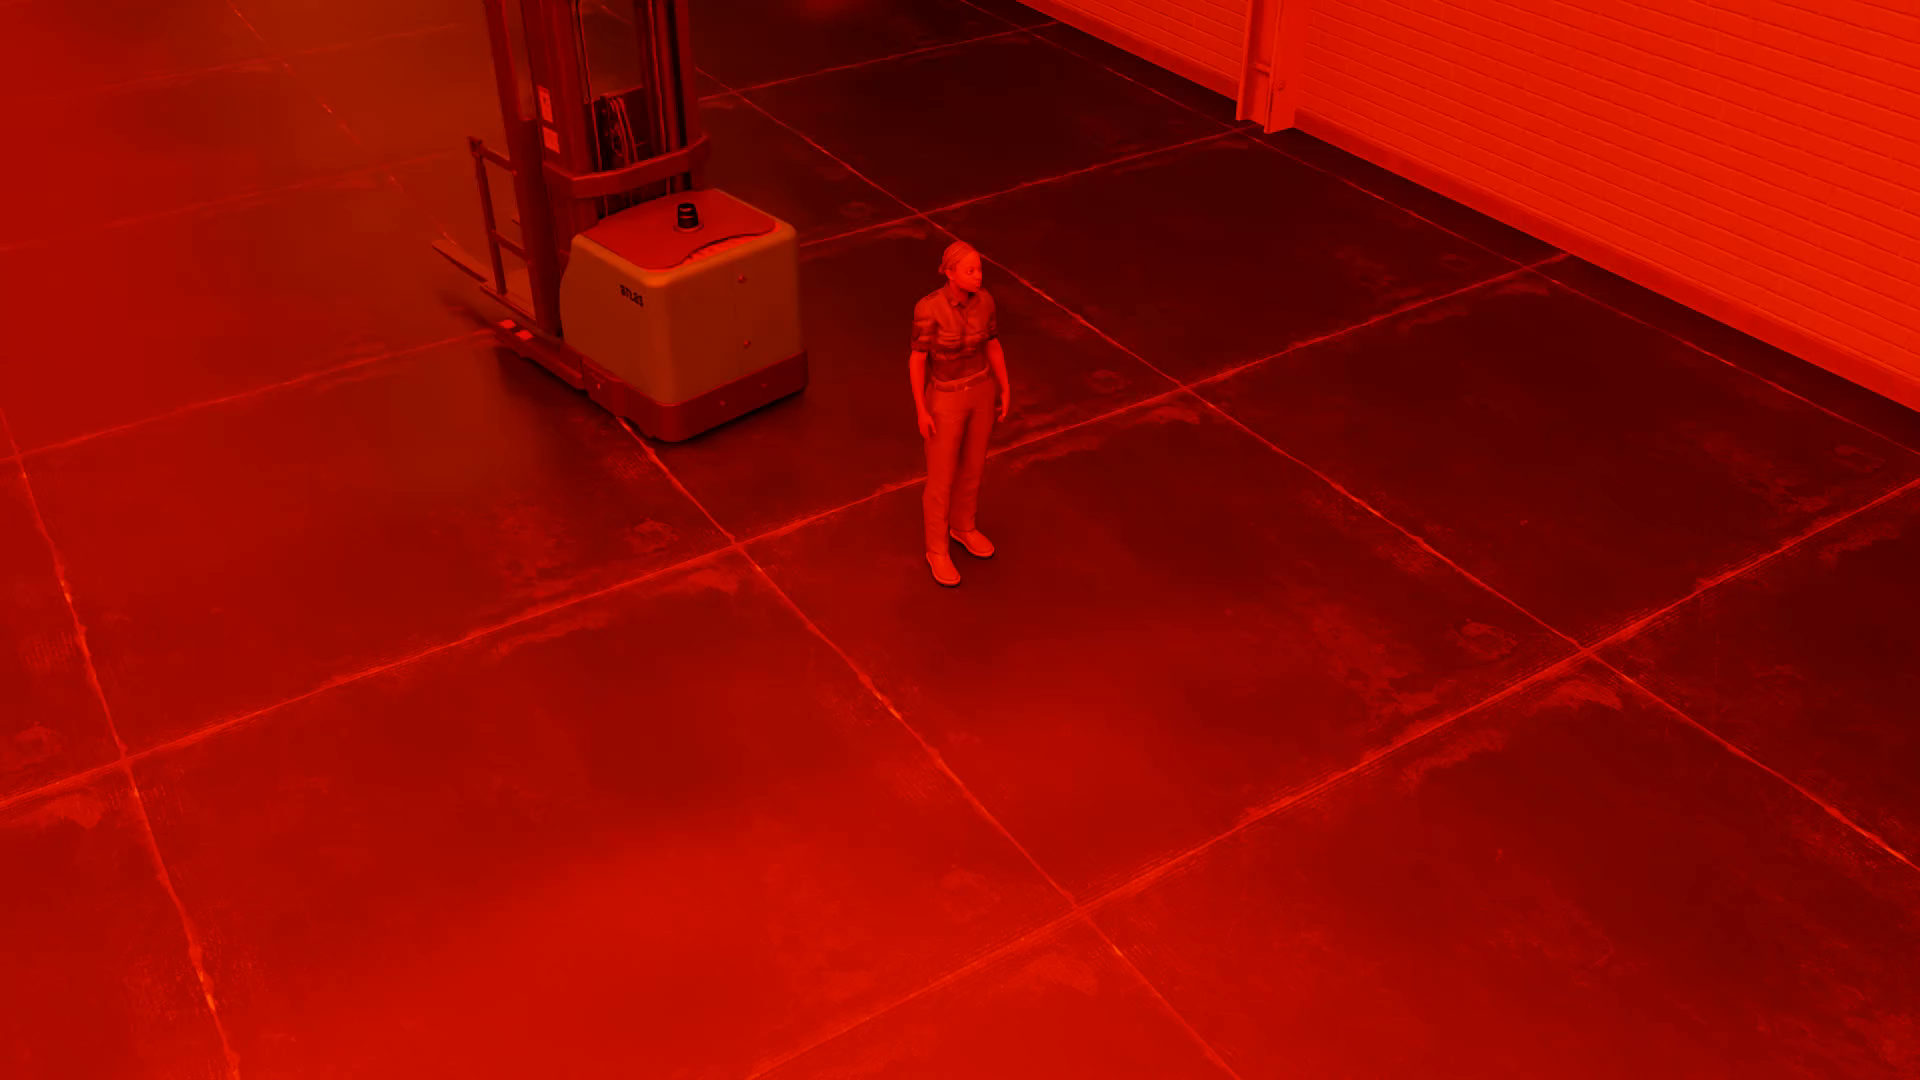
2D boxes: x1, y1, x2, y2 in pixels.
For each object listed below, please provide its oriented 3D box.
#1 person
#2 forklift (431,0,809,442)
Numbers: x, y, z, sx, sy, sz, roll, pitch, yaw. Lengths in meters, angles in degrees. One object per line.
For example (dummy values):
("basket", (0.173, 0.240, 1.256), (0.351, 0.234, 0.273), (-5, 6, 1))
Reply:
("person", (0.031, -0.635, 8.148), (0.569, 1.656, 0.503), (-21, 40, -27))
("forklift", (-2.273, -2.507, 9.716), (1.130, 2.935, 3.031), (-28, 44, -34))
